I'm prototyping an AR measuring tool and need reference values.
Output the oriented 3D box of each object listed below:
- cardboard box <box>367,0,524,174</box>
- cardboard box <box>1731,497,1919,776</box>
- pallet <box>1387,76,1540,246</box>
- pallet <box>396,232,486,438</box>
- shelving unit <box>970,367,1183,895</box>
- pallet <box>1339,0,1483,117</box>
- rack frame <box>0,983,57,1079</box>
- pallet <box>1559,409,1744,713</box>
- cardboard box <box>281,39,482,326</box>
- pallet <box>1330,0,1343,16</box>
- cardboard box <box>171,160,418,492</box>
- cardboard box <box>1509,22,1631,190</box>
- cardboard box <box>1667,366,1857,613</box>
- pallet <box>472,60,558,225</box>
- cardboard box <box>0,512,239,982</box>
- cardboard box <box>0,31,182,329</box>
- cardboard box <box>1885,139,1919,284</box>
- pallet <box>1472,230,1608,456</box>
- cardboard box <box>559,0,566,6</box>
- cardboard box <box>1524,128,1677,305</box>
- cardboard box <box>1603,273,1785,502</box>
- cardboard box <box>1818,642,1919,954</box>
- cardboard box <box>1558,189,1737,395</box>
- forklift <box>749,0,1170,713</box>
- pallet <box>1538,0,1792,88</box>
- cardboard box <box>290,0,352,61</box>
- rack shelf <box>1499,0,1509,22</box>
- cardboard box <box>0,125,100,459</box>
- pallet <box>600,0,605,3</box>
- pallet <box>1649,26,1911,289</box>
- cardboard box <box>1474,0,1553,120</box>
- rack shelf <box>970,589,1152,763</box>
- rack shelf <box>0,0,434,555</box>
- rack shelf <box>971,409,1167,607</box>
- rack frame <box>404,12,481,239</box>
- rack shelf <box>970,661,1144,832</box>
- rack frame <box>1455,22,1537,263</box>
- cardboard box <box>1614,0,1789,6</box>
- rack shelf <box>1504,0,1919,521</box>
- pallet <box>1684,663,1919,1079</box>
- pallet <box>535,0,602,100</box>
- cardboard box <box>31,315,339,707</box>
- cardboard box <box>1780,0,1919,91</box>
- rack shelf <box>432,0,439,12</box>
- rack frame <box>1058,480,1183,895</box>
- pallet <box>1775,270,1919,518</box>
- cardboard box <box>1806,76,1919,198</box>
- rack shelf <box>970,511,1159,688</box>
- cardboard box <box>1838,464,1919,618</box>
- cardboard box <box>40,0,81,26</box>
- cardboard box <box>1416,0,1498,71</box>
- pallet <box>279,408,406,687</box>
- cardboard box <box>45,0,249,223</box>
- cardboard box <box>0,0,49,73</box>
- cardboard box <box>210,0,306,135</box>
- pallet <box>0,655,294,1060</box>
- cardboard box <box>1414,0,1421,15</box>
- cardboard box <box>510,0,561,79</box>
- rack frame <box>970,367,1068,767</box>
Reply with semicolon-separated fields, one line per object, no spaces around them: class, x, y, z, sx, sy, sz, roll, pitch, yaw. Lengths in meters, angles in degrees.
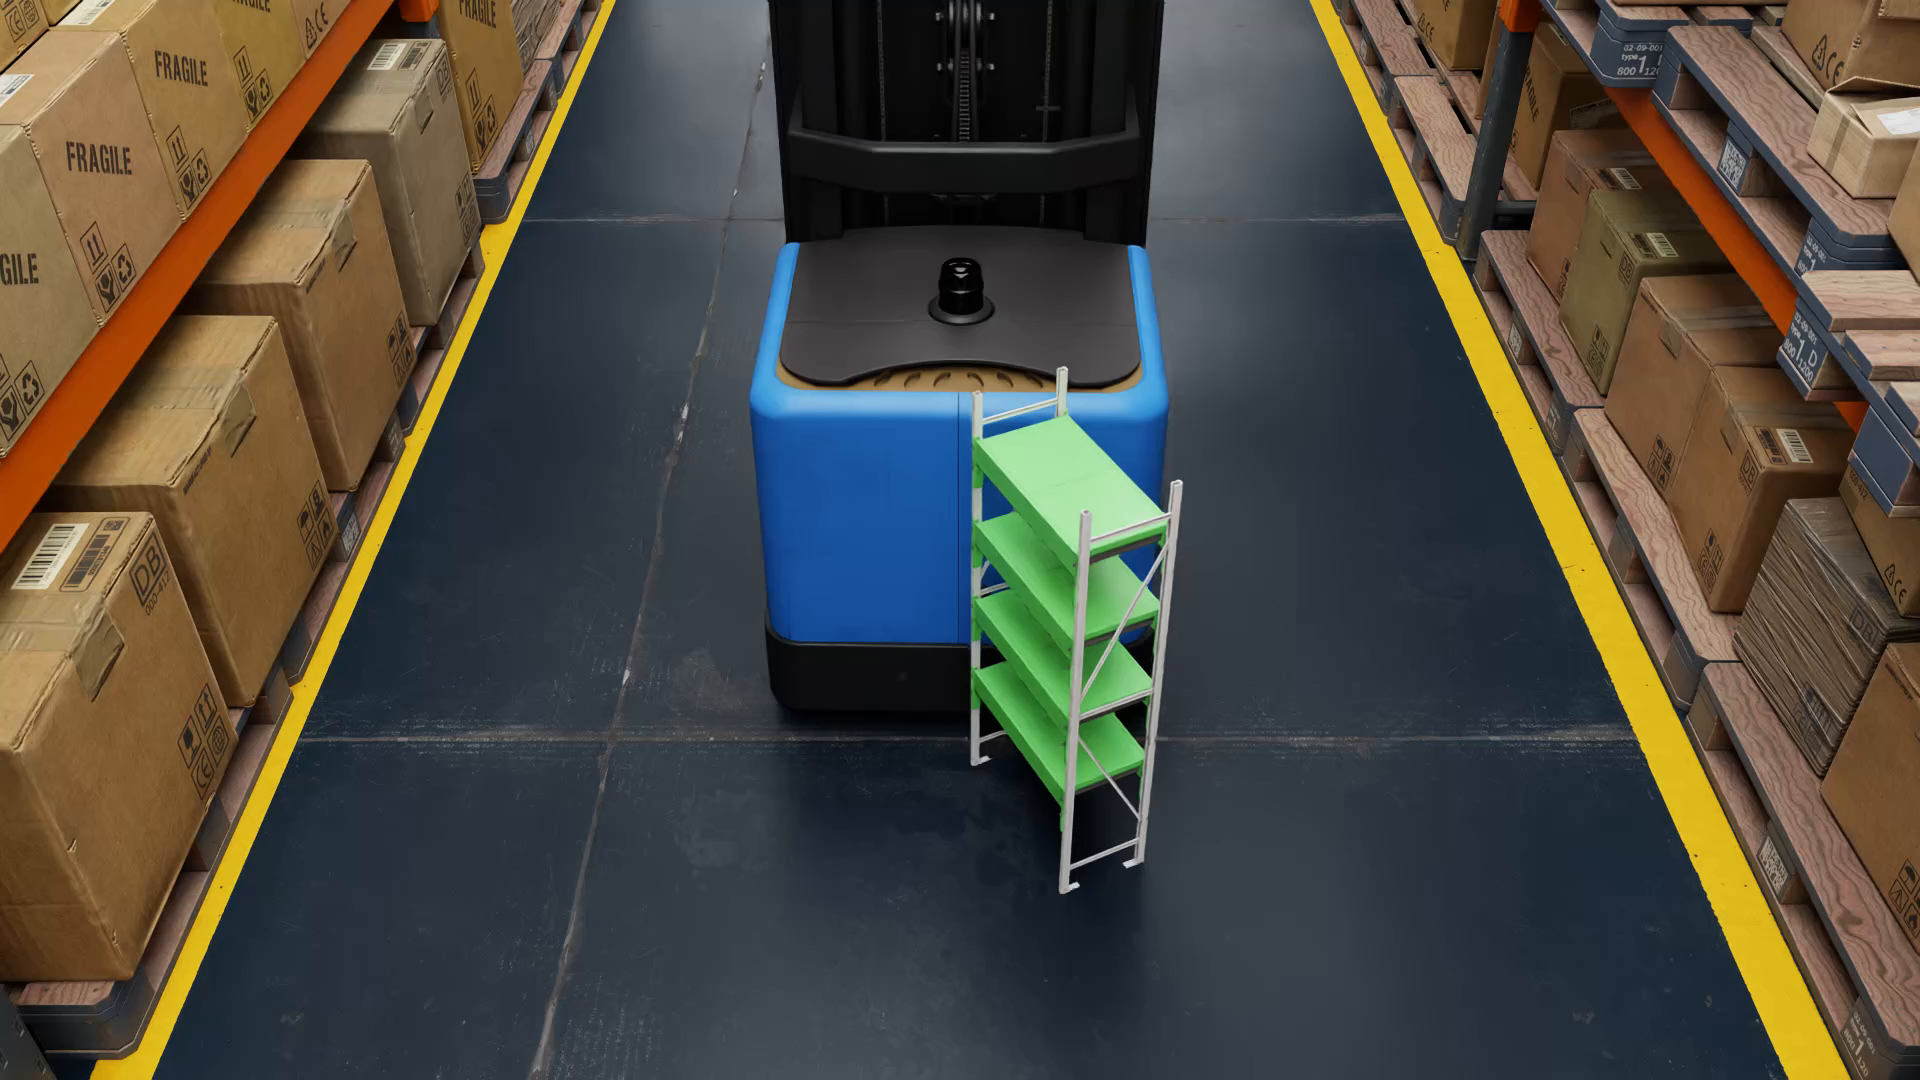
cardboard box;-2.390;-2.102;6.837;0.875;0.875;0.875;1;39;1
cardboard box;2.472;0.225;4.217;0.700;0.500;0.500;-3;39;-4
pallet;2.465;-1.646;7.135;1.003;0.211;1.213;0;39;0
pallet;-2.383;-0.803;6.083;1.003;0.211;1.213;0;39;0
shelving unit;0.247;0.243;3.988;0.258;1.200;0.503;-17;42;-21
pallet;2.461;-2.411;8.090;1.003;0.211;1.213;0;39;0
rack frame;-2.451;0.128;2.692;0.949;2.616;0.053;0;39;0
pallet;2.508;0.026;5.049;1.003;0.211;1.213;0;39;0
cardboard box;-2.368;-1.272;5.901;1.050;0.750;0.750;0;39;0
pallet;2.462;-3.172;9.039;1.003;0.211;1.213;0;39;0
cardboard box;-2.371;-0.668;5.149;1.050;0.750;0.750;0;39;0
cardboard box;2.541;-1.753;6.702;0.500;0.500;0.500;-1;39;-1
cardboard box;2.464;-0.129;4.660;0.700;0.500;0.500;3;39;4
pallet;-2.381;-1.761;7.279;1.003;0.211;1.213;0;39;0
cardboard box;-2.365;0.461;3.740;1.050;0.750;0.750;-1;39;-1
cardboard box;-2.188;-0.826;3.802;0.500;0.500;0.500;0;39;0
cardboard box;2.365;-0.702;3.312;0.700;0.500;0.500;5;39;7
pallet;2.504;-0.739;6.004;1.003;0.211;1.213;0;39;0
cardboard box;-2.393;-3.236;8.252;0.875;0.875;0.875;-1;39;-1
cardboard box;2.481;-1.126;5.904;0.700;0.500;0.500;-3;39;-4
cardboard box;2.463;-0.478;5.095;0.700;0.500;0.500;-3;39;-4
cardboard box;2.485;0.572;3.785;0.700;0.500;0.500;-2;39;-2
cardboard box;2.462;-0.828;5.532;0.700;0.500;0.500;0;39;0
forklift;0.022;-1.565;4.859;1.130;2.935;3.031;1;39;1
pallet;2.357;-1.761;5.202;1.003;0.211;1.213;0;39;0
cardboard box;-2.190;-1.771;4.981;0.500;0.500;0.500;0;39;-1
rack shelf;2.499;-3.284;7.525;1.077;0.370;4.000;0;39;0
cardboard box;-2.188;-0.510;3.408;0.500;0.500;0.500;0;39;0
pallet;-2.384;-3.287;9.183;1.003;0.211;1.213;0;39;0
pallet;2.463;-0.976;4.222;1.003;0.211;1.213;0;39;0
cardboard box;2.533;-2.111;7.149;0.500;0.500;0.500;12;40;14
rack shelf;0.247;0.293;4.028;0.258;0.148;0.480;-17;42;-21
rack shelf;-2.456;-0.842;4.478;1.077;0.370;4.000;0;39;0
rack shelf;0.247;-0.082;3.728;0.258;0.148;0.480;-17;42;-21
rack frame;-2.459;-2.374;5.813;1.000;3.000;0.127;0;39;0
rack shelf;0.247;0.480;4.178;0.258;0.148;0.480;-17;42;-21
rack frame;2.501;-2.314;5.739;1.000;3.000;0.127;0;39;0
cardboard box;2.362;-2.215;4.800;1.000;1.000;1.000;0;39;0
rack shelf;2.504;-0.783;4.403;1.077;0.370;4.000;0;39;0
pallet;2.506;0.787;4.099;1.003;0.211;1.213;0;39;0
pallet;-2.386;-2.526;8.233;1.003;0.211;1.213;0;39;0
cardboard box;-2.369;-0.086;4.422;1.050;0.750;0.750;1;39;1
cardboard box;2.596;-1.434;4.223;0.797;0.503;0.637;4;39;5
rack shelf;-2.461;-3.344;7.599;1.077;0.370;4.000;0;39;0
rack frame;0.357;0.379;3.818;0.240;1.200;0.015;-17;42;-21
pallet;2.399;-0.183;3.234;1.213;0.211;1.003;0;39;0
cardboard box;2.234;-0.967;3.829;0.396;0.266;0.258;-1;39;-1
rack shelf;0.247;0.105;3.878;0.258;0.148;0.480;-17;42;-21
cardboard box;2.464;-0.052;3.964;0.500;0.250;0.500;4;39;5
cardboard box;-2.450;-1.539;3.892;0.700;0.500;0.500;0;39;0
cardboard box;2.453;-2.499;7.633;0.500;0.500;0.500;-3;39;-4
pallet;-2.378;-0.038;5.129;1.003;0.211;1.213;0;39;0
cardboard box;-2.187;-1.137;4.190;0.500;0.500;0.500;0;39;-1
cardboard box;-2.449;-1.219;3.493;0.700;0.500;0.500;-1;39;-1
cardboard box;-2.190;-1.455;4.587;0.500;0.500;0.500;0;39;0
pallet;-2.380;0.723;4.179;1.003;0.211;1.213;0;39;0
cardboard box;2.497;-2.848;8.069;0.500;0.500;0.500;3;39;4
cardboard box;-2.394;-2.666;7.541;0.875;0.875;0.875;0;39;0
rack frame;0.137;0.106;4.158;0.240;1.200;0.015;-17;42;-21
